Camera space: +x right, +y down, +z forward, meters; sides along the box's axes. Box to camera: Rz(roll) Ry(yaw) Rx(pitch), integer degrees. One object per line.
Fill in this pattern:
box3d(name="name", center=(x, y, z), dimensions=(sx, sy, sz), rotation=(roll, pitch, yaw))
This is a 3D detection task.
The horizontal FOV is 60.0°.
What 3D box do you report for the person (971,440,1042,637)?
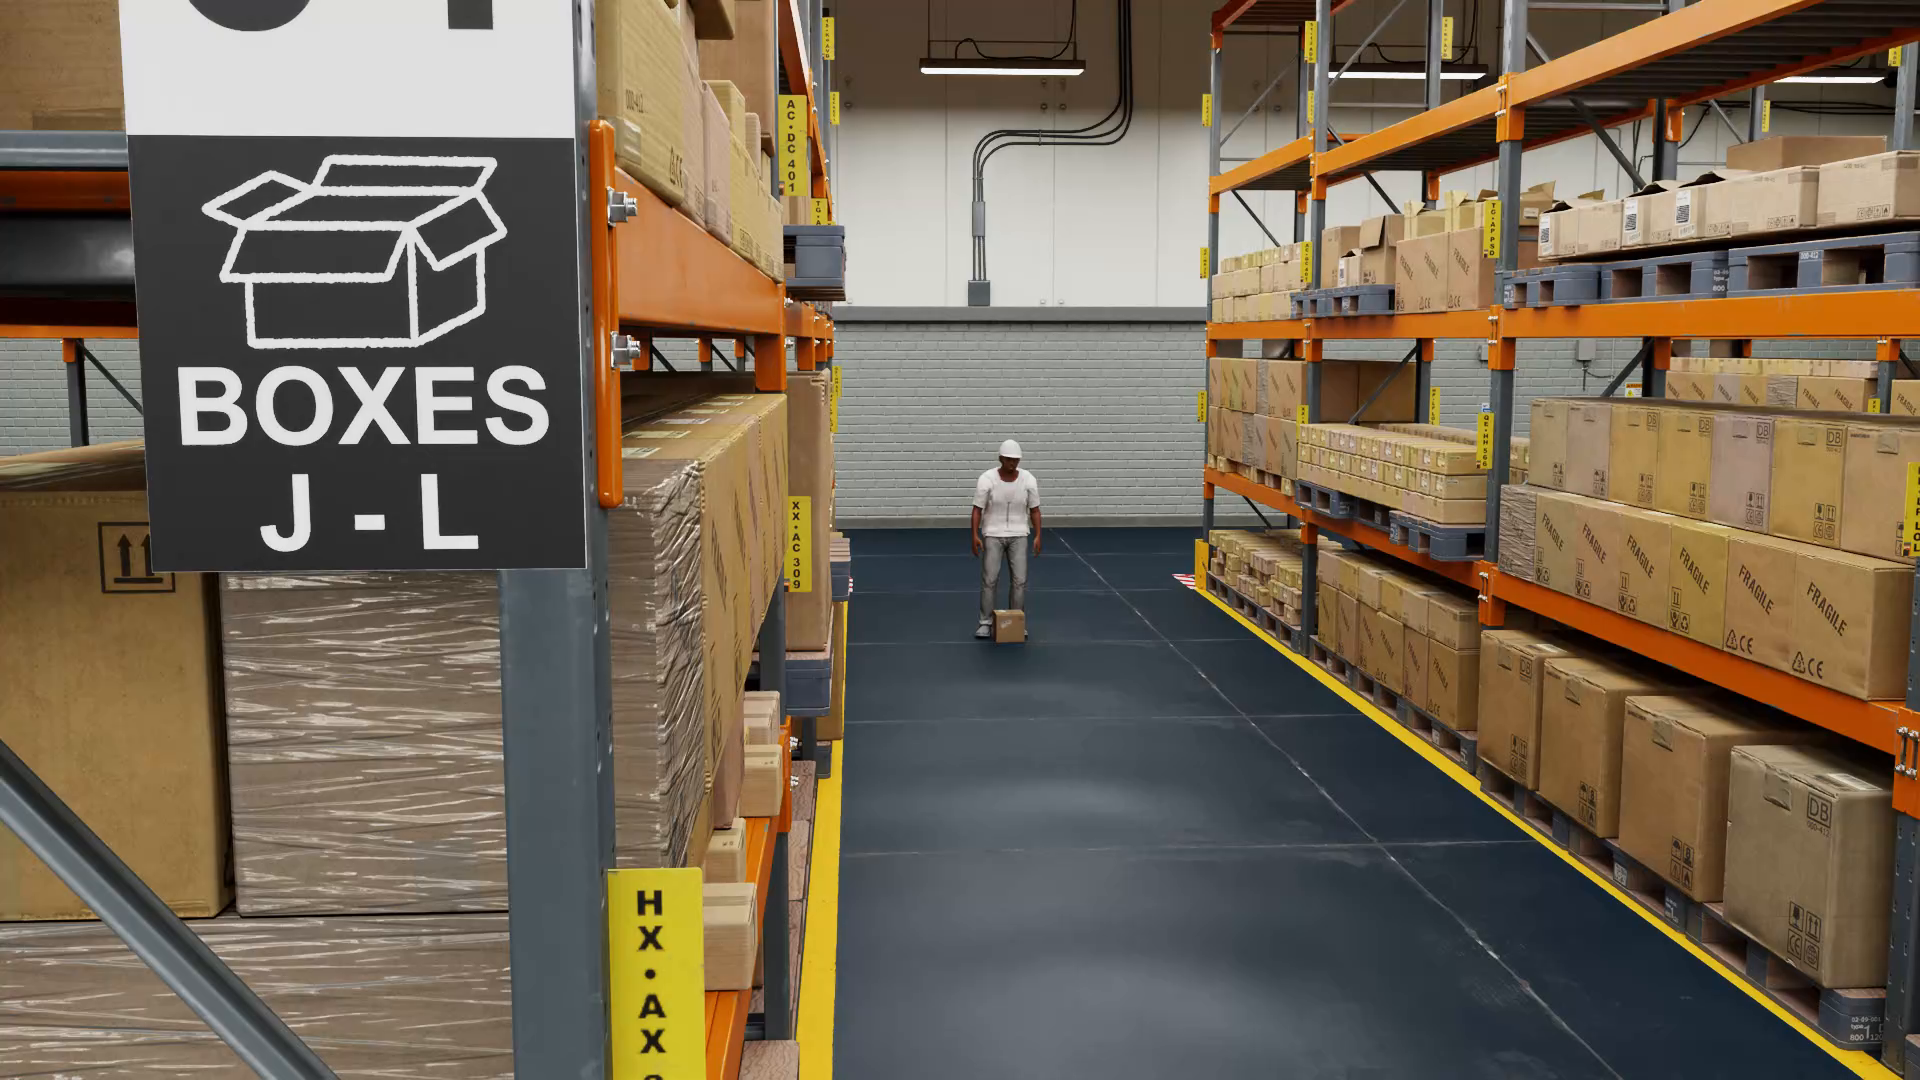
box3d(name="person", center=(0.414, -0.017, 14.803), dimensions=(0.637, 1.761, 0.456), rotation=(-1, 7, -6))
